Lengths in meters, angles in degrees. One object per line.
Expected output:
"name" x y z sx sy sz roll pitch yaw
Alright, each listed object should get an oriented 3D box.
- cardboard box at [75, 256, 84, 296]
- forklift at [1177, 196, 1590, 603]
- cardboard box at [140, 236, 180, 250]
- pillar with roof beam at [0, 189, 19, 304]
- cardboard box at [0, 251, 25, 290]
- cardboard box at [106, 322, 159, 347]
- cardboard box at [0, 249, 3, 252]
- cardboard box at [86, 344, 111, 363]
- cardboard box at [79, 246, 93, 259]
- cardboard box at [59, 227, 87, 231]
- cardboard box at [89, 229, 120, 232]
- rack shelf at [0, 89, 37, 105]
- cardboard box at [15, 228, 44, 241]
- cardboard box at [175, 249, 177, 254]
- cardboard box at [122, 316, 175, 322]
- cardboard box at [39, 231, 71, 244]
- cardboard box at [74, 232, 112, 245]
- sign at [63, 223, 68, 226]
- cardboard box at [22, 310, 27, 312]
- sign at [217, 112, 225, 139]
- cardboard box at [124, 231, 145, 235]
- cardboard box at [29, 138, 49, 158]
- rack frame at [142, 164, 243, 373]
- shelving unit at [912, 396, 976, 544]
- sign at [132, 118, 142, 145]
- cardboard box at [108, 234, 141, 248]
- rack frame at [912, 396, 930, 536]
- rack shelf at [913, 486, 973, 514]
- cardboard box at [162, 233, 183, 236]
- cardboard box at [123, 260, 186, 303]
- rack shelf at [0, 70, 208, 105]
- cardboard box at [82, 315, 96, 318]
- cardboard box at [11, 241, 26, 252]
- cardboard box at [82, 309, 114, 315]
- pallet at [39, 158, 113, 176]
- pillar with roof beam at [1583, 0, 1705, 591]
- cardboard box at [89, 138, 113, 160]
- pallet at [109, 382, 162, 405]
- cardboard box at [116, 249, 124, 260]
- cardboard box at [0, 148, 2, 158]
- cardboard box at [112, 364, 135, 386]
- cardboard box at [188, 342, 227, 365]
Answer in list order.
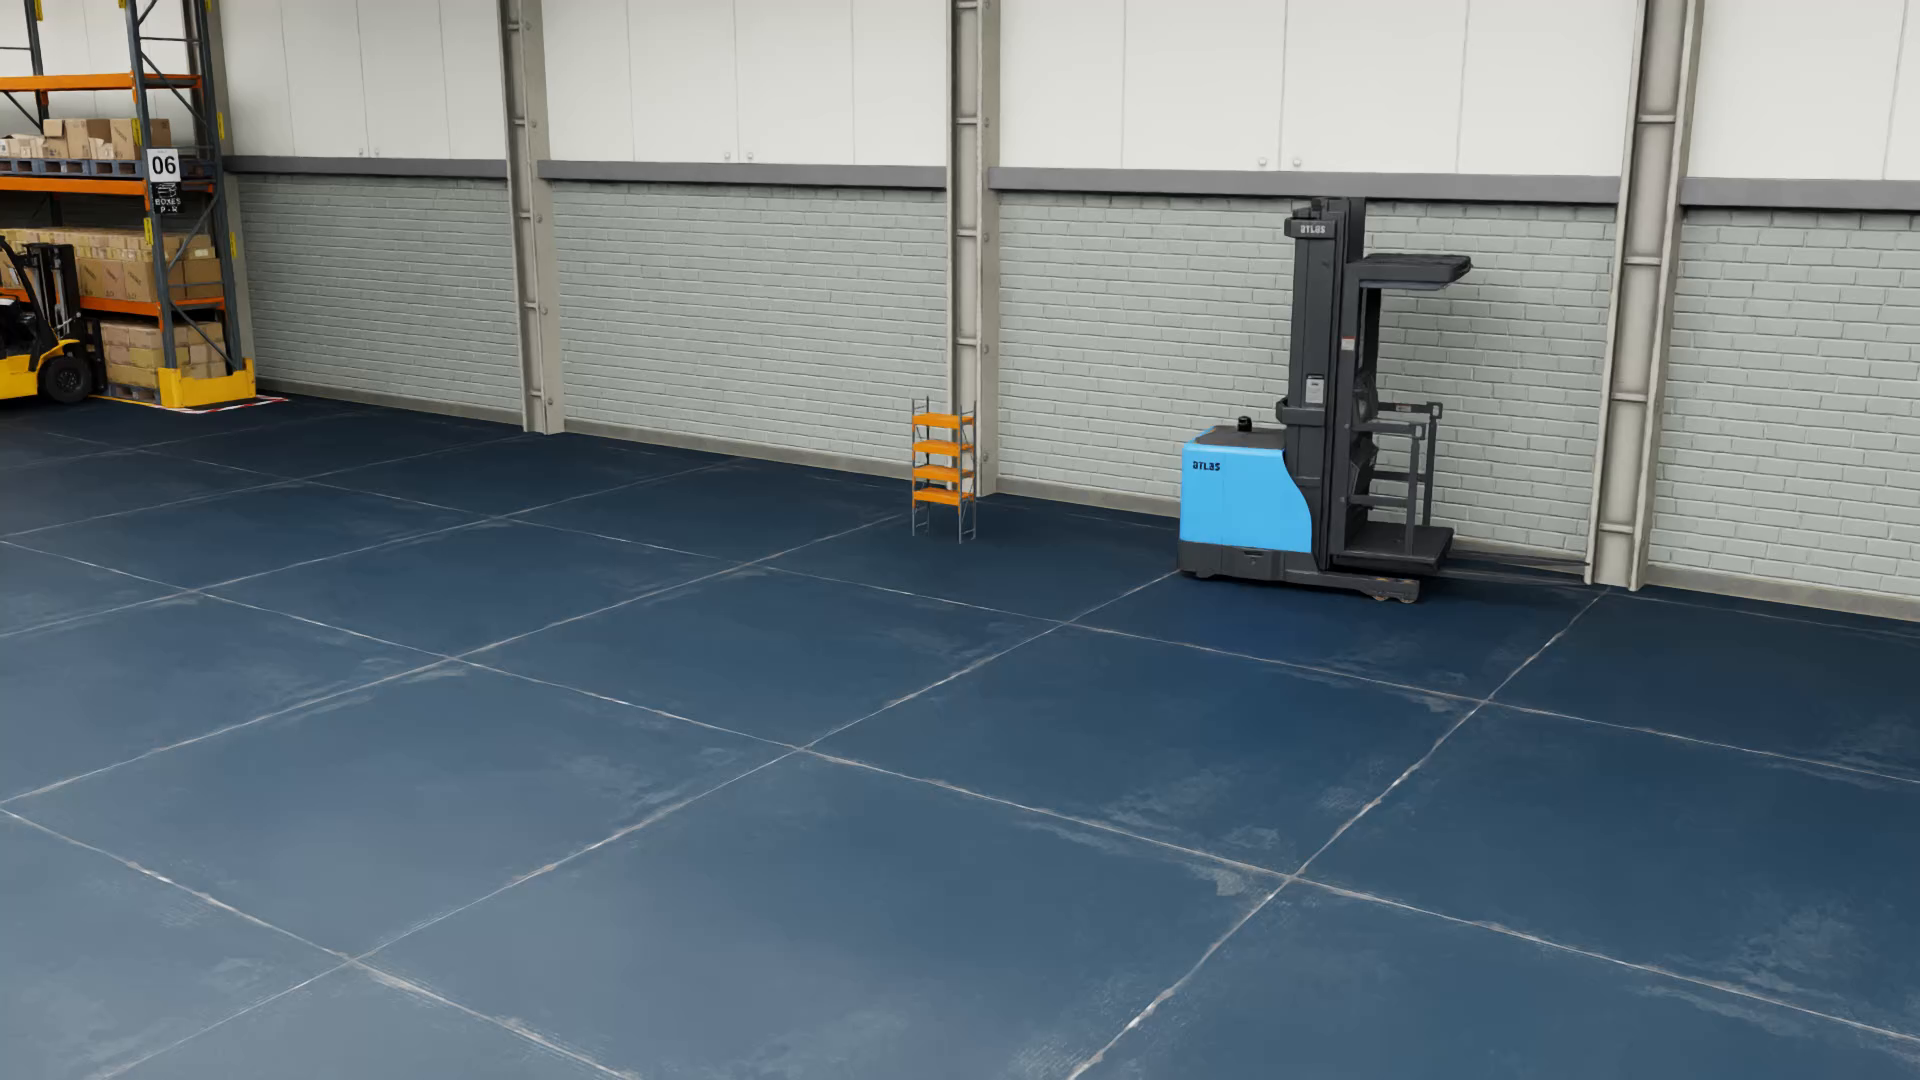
"cardboard box" -11.591 -3.528 22.123 0.500 0.500 0.500 9 17 33
"forklift" 3.280 -1.095 12.647 3.031 2.935 1.130 6 15 22
"cardboard box" -10.177 -3.774 21.149 0.250 0.149 0.380 9 17 33
"pillar with roof beam" -17.218 -6.392 21.416 0.400 9.000 9.100 9 17 33
"cardboard box" -12.859 -3.733 22.955 0.500 0.500 0.500 9 16 31
"cardboard box" -10.745 -2.681 21.680 0.500 0.250 0.500 10 17 34
"cardboard box" -13.631 -3.981 23.435 0.500 0.250 0.500 9 16 32
"cardboard box" -11.191 -2.509 22.025 0.500 0.250 0.500 9 16 32
"cardboard box" -11.284 -3.781 21.798 0.250 0.149 0.380 9 17 33
"cardboard box" -12.236 -4.247 23.060 0.250 0.149 0.380 9 17 32
"cardboard box" -11.603 -4.144 22.642 0.250 0.149 0.380 9 16 32
"rack shelf" -14.741 -6.433 23.914 4.000 0.370 1.077 9 17 33
"cardboard box" -12.705 -4.189 22.825 0.250 0.149 0.380 9 17 34
"cardboard box" -10.139 -3.741 21.635 0.250 0.149 0.380 9 17 33
"cardboard box" -10.881 -2.852 22.370 0.500 0.250 0.500 9 17 32
"cardboard box" -12.112 -4.068 22.339 0.250 0.149 0.380 9 16 32
"cardboard box" -11.453 -3.978 21.975 0.250 0.149 0.380 9 17 34
"sign" -12.773 -4.366 23.752 0.005 0.325 0.100 9 17 33
"cardboard box" -14.160 -3.021 24.352 0.625 0.625 0.875 9 17 32
"sign" -9.447 -5.289 21.219 0.005 0.325 0.100 9 17 33
"cardboard box" -10.939 -4.051 22.269 0.250 0.149 0.380 9 16 31
"cardboard box" -12.019 -5.180 21.962 0.258 0.266 0.396 9 16 31
"rack frame" -9.762 -3.260 21.250 0.127 3.000 1.000 9 17 33
"shelving unit" -0.137 -0.605 14.269 0.503 1.200 0.258 9 17 33
"sign" -10.077 -5.001 20.363 0.005 0.325 0.100 9 17 33
"cardboard box" -10.796 -3.879 21.572 0.250 0.149 0.380 9 17 33
"rack frame" -0.340 -0.637 14.401 0.015 1.200 0.240 9 17 33
"rack shelf" -0.137 -0.347 14.333 0.480 0.148 0.258 9 17 33
"cardboard box" -10.347 -3.930 21.779 0.250 0.149 0.380 10 17 34
"cardboard box" -10.317 -3.322 21.293 0.500 0.500 0.500 9 16 32
"rack shelf" -11.422 -5.897 21.747 4.000 0.370 1.077 9 17 33
"cardboard box" -12.017 -2.888 22.517 0.500 0.250 0.500 10 17 35
"cardboard box" -12.748 -4.030 22.804 0.250 0.149 0.380 10 17 34
"cardboard box" -12.136 -3.059 23.204 0.500 0.250 0.500 9 16 32
"pallet" -11.351 -4.937 21.965 1.213 0.211 1.003 9 17 33
"pillar with roof beam" 2.696 -3.173 8.414 0.400 9.000 9.100 9 17 33
"cardboard box" -10.830 -4.988 21.185 0.258 0.266 0.396 9 17 33
"pallet" -10.420 -2.001 21.966 1.213 0.211 1.003 9 17 33
"cardboard box" -10.616 -3.689 21.427 0.250 0.149 0.380 10 17 34
"cardboard box" -12.878 -5.262 22.537 0.250 0.149 0.380 10 17 34
"cardboard box" -10.736 -2.198 21.807 0.500 0.250 0.500 9 17 33
"cardboard box" -10.036 -2.476 21.892 0.500 0.250 0.500 10 17 34
